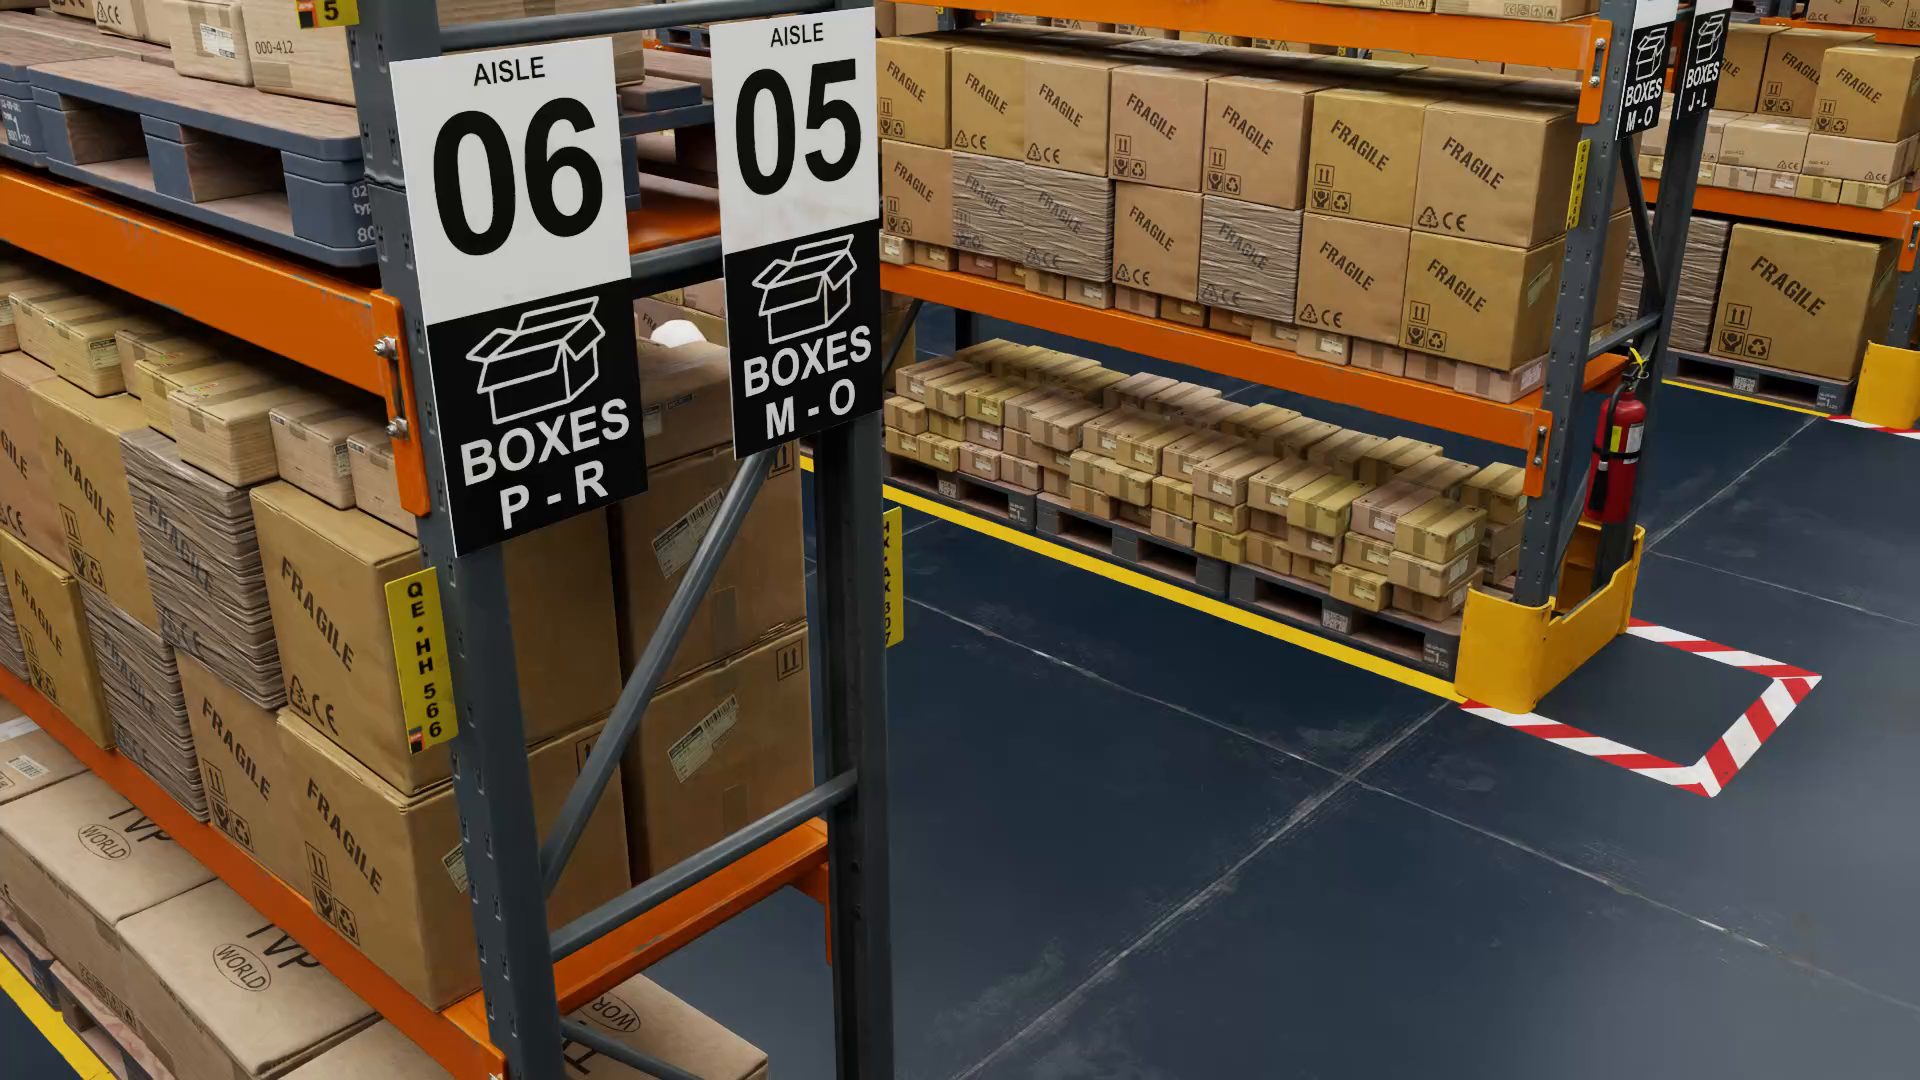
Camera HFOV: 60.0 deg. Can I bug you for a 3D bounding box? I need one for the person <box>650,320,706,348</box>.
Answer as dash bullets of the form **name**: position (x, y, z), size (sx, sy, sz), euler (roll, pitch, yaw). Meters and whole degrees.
- **person**: position (-1.100, 0.007, 6.592), size (0.534, 1.789, 0.366), euler (21, 31, 39)
